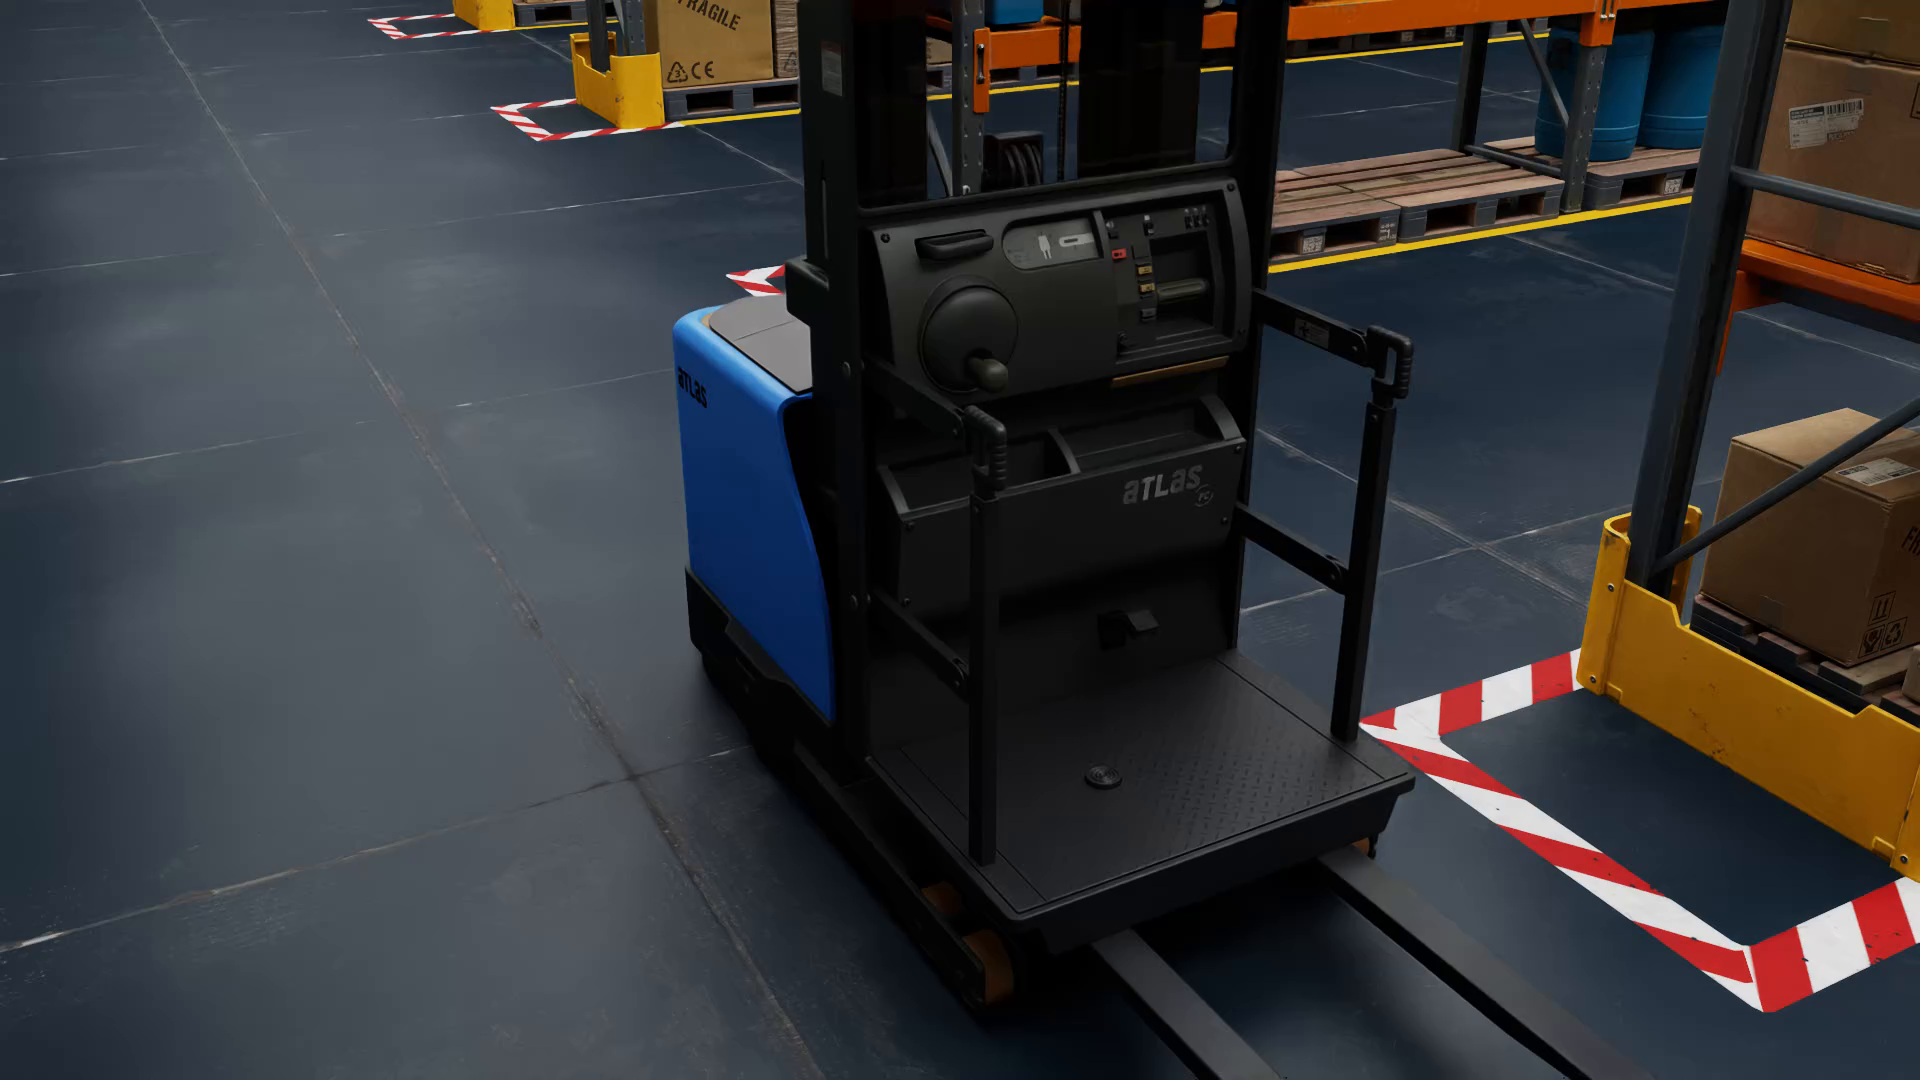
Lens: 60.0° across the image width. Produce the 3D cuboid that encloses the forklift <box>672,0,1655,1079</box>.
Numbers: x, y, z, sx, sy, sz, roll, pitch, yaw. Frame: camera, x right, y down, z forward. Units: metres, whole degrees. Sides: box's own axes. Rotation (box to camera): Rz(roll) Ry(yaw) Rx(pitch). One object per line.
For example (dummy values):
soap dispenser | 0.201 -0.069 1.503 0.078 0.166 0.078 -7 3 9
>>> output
forklift | 0.349 -0.527 3.462 1.130 2.935 3.031 -14 29 -26

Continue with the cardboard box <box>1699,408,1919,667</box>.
cardboard box | 2.513 -0.022 4.710 0.500 0.500 0.500 -13 29 -25

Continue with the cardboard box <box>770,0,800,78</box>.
cardboard box | -1.179 -4.107 12.809 0.875 0.875 0.875 -13 29 -25

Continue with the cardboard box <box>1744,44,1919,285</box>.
cardboard box | 2.416 -0.986 4.222 0.500 0.500 0.500 -12 28 -24

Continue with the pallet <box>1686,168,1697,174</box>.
pallet | 5.129 -2.587 10.895 1.213 0.211 1.003 -13 29 -25

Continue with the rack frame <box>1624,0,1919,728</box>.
rack frame | 2.149 -0.746 3.837 0.127 3.000 1.000 -13 29 -25

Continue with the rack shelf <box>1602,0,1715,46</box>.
rack shelf | 5.116 -3.536 10.480 4.000 0.370 1.077 -13 29 -25

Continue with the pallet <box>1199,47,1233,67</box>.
pallet | 1.666 -4.273 14.406 1.213 0.211 1.003 -13 29 -25

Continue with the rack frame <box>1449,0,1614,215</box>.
rack frame | 3.351 -3.453 9.476 0.127 3.000 1.000 -13 29 -25

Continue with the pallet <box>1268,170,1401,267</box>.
pallet | 1.643 -1.781 9.215 1.213 0.211 1.003 -13 29 -25

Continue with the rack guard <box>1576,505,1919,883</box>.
rack guard | 2.216 0.366 4.411 0.348 0.500 1.175 -13 29 -25

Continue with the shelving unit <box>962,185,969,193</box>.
shelving unit | -0.146 -0.507 5.420 0.503 1.200 0.258 -13 29 -25

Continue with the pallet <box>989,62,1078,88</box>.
pallet | 0.313 -3.962 13.759 1.213 0.211 1.003 -13 29 -25

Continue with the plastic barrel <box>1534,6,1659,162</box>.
plastic barrel | 3.839 -2.800 10.056 0.708 0.901 0.600 -13 29 -25

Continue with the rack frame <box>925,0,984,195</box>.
rack frame | -0.178 -2.638 7.779 0.127 3.000 1.000 -13 29 -25

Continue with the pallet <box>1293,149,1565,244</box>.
pallet | 2.721 -2.031 9.737 1.213 0.211 1.003 -13 29 -25

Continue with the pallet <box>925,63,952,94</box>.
pallet | -0.765 -3.712 13.238 1.213 0.211 1.003 -13 29 -25

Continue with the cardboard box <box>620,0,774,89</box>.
cardboard box | -1.982 -3.922 12.423 0.875 0.875 0.875 -13 29 -25

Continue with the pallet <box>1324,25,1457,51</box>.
pallet | 3.819 -4.770 15.441 1.213 0.211 1.003 -13 29 -25

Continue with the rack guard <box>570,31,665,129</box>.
rack guard | -2.530 -3.398 12.250 0.348 0.500 1.175 -13 29 -25

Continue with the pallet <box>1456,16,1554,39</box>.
pallet | 5.240 -5.061 16.046 1.213 0.211 1.003 -13 29 -25

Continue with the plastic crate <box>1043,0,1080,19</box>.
plastic crate | 0.516 -2.505 7.736 0.298 0.136 0.250 -13 29 -25

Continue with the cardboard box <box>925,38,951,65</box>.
cardboard box | -0.394 -4.289 13.186 0.875 0.875 0.875 -13 29 -25

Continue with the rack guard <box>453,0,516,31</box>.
rack guard | -4.687 -5.333 16.280 0.348 0.500 1.175 -13 29 -25

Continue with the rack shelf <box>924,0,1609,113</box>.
rack shelf | 1.586 -2.721 8.783 4.000 0.370 1.077 -13 29 -25

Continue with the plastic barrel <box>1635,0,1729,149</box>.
plastic barrel | 4.464 -2.945 10.357 0.708 0.901 0.600 -13 29 -25

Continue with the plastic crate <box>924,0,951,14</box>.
plastic crate | 0.029 -2.821 8.049 0.499 0.435 0.616 -13 29 -25

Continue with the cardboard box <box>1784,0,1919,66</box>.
cardboard box | 2.413 -1.437 4.007 0.500 0.500 0.500 -13 29 -26

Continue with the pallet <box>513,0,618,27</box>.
pallet | -3.953 -5.355 16.659 1.213 0.211 1.003 -13 29 -25

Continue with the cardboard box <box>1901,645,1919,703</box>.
cardboard box | 2.680 0.387 4.263 0.250 0.149 0.380 -13 29 -25

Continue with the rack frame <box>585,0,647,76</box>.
rack frame | -2.509 -4.530 11.719 0.127 3.000 1.000 -13 29 -25

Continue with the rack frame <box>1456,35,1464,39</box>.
rack frame | 4.550 -6.159 15.112 0.127 3.000 1.000 -13 29 -25

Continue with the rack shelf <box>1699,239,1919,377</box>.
rack shelf | 3.914 -0.829 4.841 4.000 0.370 1.077 -13 29 -25

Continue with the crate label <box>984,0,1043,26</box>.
crate label | 0.194 -2.514 7.645 0.303 0.233 0.416 -13 29 -25

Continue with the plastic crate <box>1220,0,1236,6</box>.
plastic crate | 1.356 -2.782 8.204 0.300 0.233 0.416 -13 29 -25

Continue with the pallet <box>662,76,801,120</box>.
pallet | -1.840 -3.465 12.724 1.213 0.211 1.003 -13 29 -25

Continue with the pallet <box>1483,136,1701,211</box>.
pallet | 4.052 -2.337 10.374 1.213 0.211 1.003 -13 29 -25

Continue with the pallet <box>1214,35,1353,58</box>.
pallet | 2.744 -4.523 14.928 1.213 0.211 1.003 -13 29 -25

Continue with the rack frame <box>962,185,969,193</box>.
rack frame | 0.069 -0.557 5.524 0.015 1.200 0.240 -13 29 -25

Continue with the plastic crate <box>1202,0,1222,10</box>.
plastic crate | 1.115 -2.643 8.024 0.298 0.136 0.250 -13 29 -25

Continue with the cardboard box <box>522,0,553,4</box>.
cardboard box | -4.141 -5.333 16.201 0.250 0.149 0.380 -12 28 -24

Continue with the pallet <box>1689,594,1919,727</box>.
pallet | 2.919 0.333 4.812 1.213 0.211 1.003 -13 29 -25
